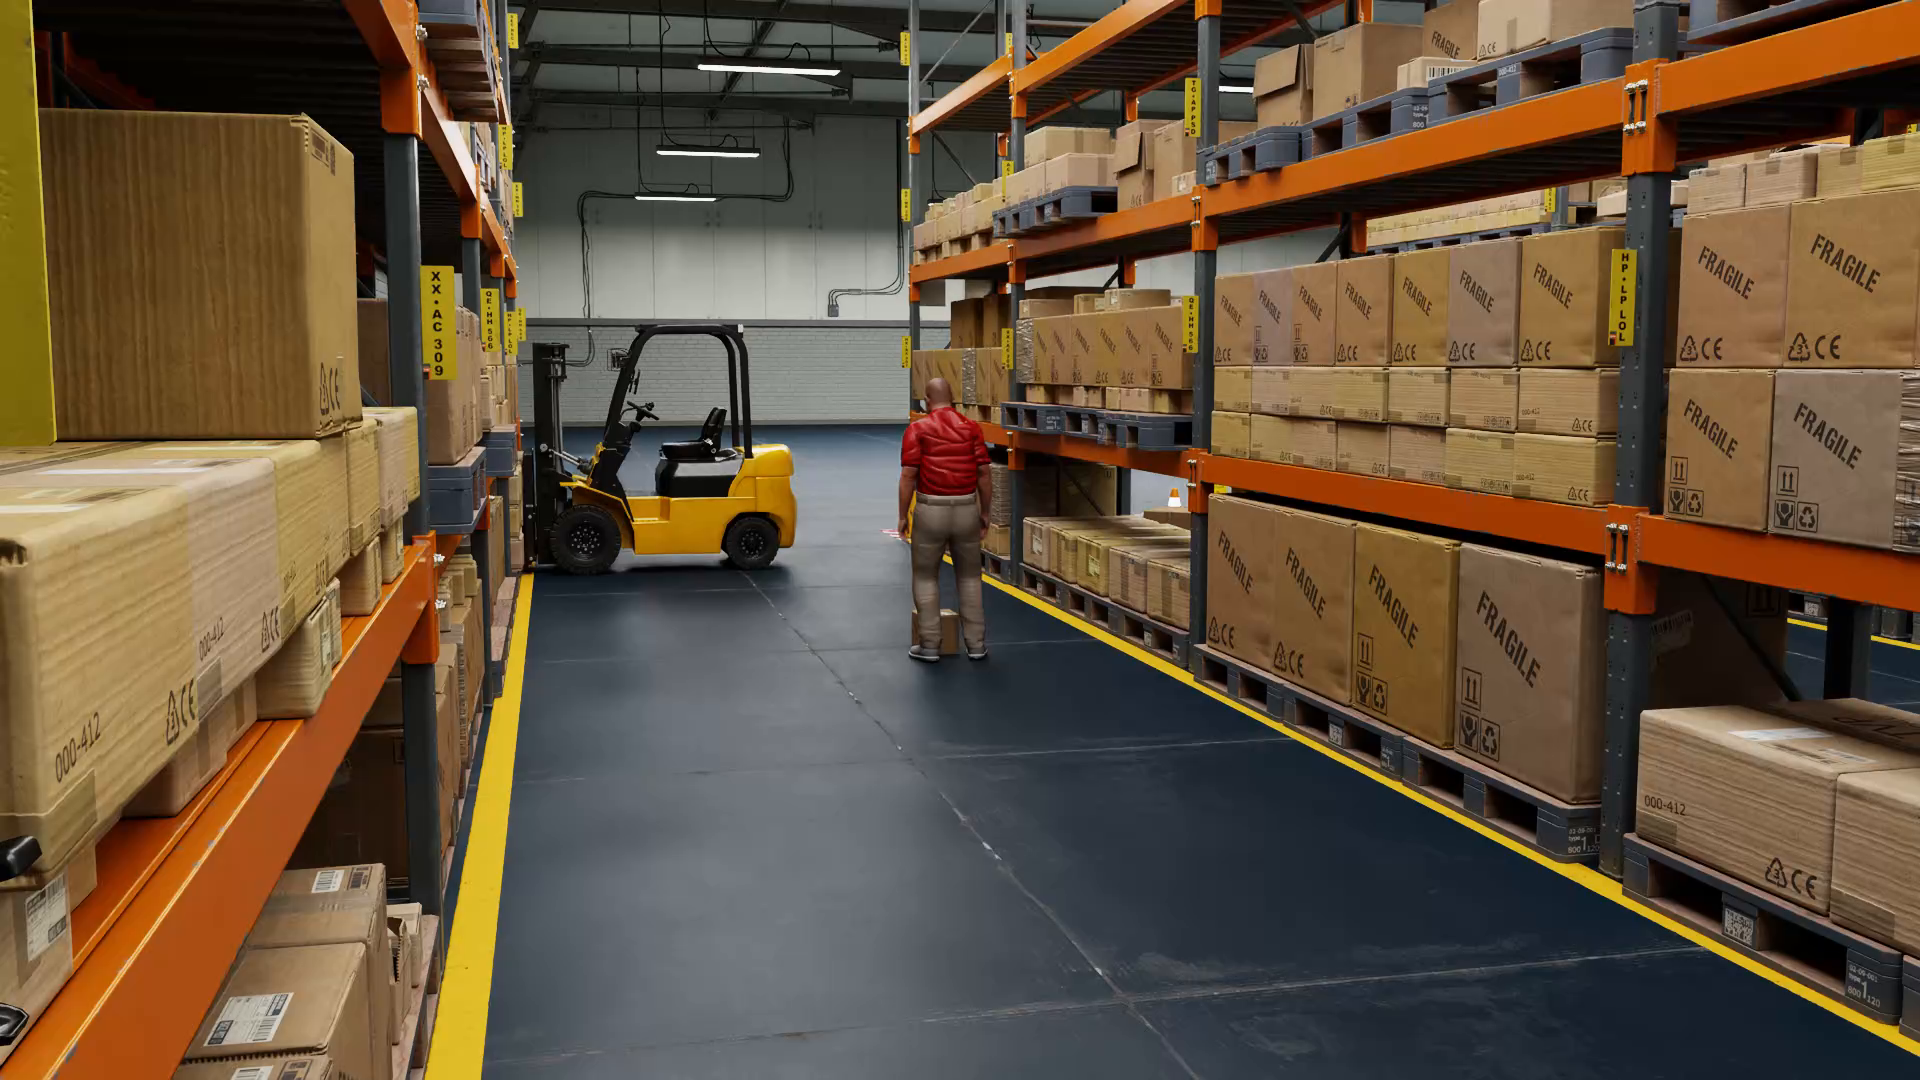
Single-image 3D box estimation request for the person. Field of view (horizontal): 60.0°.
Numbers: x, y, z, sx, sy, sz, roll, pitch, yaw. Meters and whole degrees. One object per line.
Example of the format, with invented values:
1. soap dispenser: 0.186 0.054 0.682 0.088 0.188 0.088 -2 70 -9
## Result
1. person: -0.092 -0.126 10.201 0.591 1.726 0.388 -2 6 -14
